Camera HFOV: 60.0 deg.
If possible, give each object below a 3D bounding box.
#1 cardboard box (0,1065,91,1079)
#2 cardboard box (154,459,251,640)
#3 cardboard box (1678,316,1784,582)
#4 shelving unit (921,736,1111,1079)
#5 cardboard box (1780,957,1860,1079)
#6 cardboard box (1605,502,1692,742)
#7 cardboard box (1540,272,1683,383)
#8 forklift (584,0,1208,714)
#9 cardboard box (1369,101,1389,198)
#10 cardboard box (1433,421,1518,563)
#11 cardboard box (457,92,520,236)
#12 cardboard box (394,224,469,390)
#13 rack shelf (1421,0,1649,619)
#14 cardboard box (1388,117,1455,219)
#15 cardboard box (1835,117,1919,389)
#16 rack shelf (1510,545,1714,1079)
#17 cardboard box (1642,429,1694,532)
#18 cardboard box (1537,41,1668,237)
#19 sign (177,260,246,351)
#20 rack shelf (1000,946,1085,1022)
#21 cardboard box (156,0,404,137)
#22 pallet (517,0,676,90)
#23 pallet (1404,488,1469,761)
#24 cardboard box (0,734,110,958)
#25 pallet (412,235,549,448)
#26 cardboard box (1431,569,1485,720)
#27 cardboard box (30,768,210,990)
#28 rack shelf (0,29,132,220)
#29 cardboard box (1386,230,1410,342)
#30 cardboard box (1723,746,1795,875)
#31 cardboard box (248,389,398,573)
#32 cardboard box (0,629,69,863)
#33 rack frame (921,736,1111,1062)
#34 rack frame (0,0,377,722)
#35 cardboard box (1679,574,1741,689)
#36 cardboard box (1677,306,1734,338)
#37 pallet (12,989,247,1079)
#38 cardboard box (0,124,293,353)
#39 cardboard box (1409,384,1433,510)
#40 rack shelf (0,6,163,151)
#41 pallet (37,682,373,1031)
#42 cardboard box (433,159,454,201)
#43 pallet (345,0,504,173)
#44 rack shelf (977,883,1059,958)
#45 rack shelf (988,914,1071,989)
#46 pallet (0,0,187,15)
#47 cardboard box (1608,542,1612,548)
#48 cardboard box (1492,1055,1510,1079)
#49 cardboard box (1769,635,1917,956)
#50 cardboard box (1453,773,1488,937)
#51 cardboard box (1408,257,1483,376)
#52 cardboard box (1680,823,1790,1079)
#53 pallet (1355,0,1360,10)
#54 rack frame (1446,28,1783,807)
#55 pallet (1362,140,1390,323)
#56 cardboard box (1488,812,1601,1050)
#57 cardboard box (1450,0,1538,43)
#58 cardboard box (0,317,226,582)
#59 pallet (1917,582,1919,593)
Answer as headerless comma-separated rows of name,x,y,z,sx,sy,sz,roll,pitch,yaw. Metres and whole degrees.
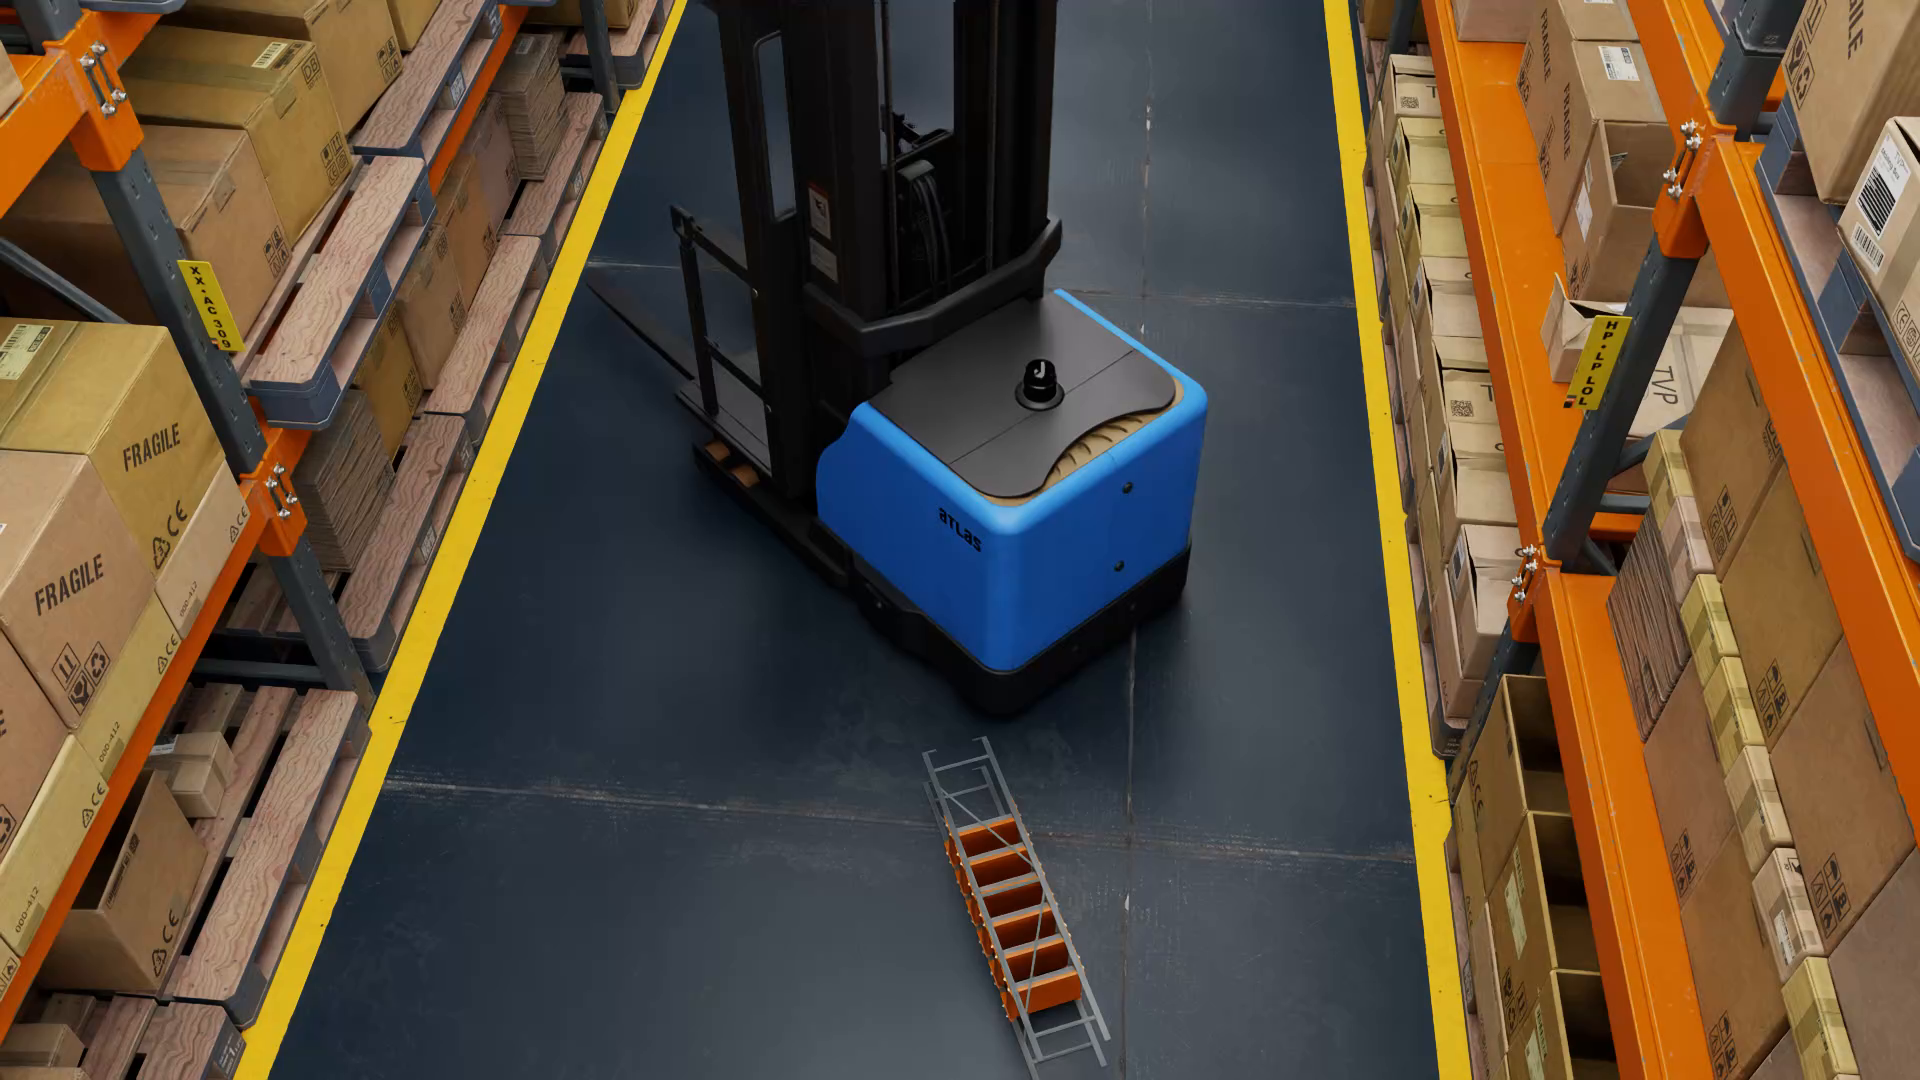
cardboard box,-2.732,1.770,4.520,0.700,0.500,0.500,1,48,1
cardboard box,-2.430,0.005,4.827,0.500,0.250,0.500,4,48,4
cardboard box,2.211,-0.222,3.999,0.700,0.500,0.500,4,48,4
shelving unit,0.165,1.204,5.543,0.258,0.189,1.200,-14,49,-12
cardboard box,1.890,0.993,3.327,0.380,0.149,0.250,4,48,3
cardboard box,2.211,0.216,4.478,0.700,0.500,0.500,3,48,3
cardboard box,2.142,-0.690,5.465,0.396,0.266,0.258,3,48,3
forklift,-0.464,-1.363,6.036,1.130,2.935,3.031,-33,56,-26
cardboard box,2.269,-1.865,8.028,0.500,0.250,0.500,4,48,3
cardboard box,2.038,-0.180,6.106,0.500,0.311,0.500,5,48,5
cardboard box,-2.500,-1.748,7.738,0.700,0.500,0.500,4,48,3
cardboard box,-2.554,-1.010,7.062,0.700,0.500,0.500,4,48,4
rack shelf,2.427,-1.304,6.423,1.077,0.370,4.000,4,48,4
cardboard box,2.230,-1.668,7.467,0.500,0.311,0.500,3,48,3
cardboard box,1.887,-0.499,2.848,0.500,0.311,0.500,2,48,1
rack shelf,2.063,1.635,3.735,1.077,0.370,4.000,4,48,4
cardboard box,2.028,-0.145,4.369,0.380,0.149,0.250,4,48,3
cardboard box,2.425,-1.429,5.983,0.500,0.500,0.500,4,48,4
sign,-2.147,-0.669,4.768,0.100,0.325,0.005,4,48,4
rack shelf,0.263,1.426,5.341,0.258,0.180,0.103,-14,49,-12
cardboard box,-2.521,-1.857,6.076,0.700,0.500,0.500,10,48,9
pallet,-2.177,-2.980,9.358,1.003,0.211,1.213,4,48,4
pallet,2.273,0.320,6.340,1.003,0.211,1.213,4,48,4
cardboard box,-2.514,0.741,4.153,0.500,0.250,0.500,4,48,3
pallet,-2.510,-0.937,7.490,1.003,0.211,1.213,4,48,4
cardboard box,1.994,0.385,5.970,0.500,0.250,0.500,3,48,3
cardboard box,-2.743,1.053,5.176,0.500,0.500,0.500,1,48,1
rack shelf,-2.871,0.293,2.930,1.077,0.370,4.000,4,48,4
cardboard box,2.183,-1.113,7.340,0.500,0.250,0.500,3,48,2
cardboard box,1.936,0.606,3.682,0.380,0.149,0.250,2,48,2
cardboard box,-2.638,-0.254,6.372,0.700,0.500,0.500,5,48,5
cardboard box,-2.520,0.488,3.877,0.500,0.500,0.500,3,48,2
rack frame,0.165,1.142,5.476,0.240,0.006,1.200,-14,49,-12
rack frame,-2.688,-0.407,5.116,1.000,3.000,0.127,4,48,4
cardboard box,1.983,0.229,4.026,0.380,0.149,0.250,3,48,3
cardboard box,2.529,-0.630,5.489,0.380,0.149,0.250,4,48,4
pallet,-2.823,1.929,4.869,1.003,0.211,1.213,4,48,4
cardboard box,-2.608,-0.961,5.256,0.700,0.500,0.500,4,48,4
cardboard box,2.088,-0.362,6.653,0.500,0.250,0.500,5,48,4
rack shelf,-2.506,-2.647,5.619,1.077,0.370,4.000,4,48,4
pallet,-2.714,1.030,5.691,1.003,0.211,1.213,4,48,4
cardboard box,-2.494,-1.579,7.075,0.500,0.250,0.500,4,48,3
pallet,-2.463,-1.825,6.542,1.003,0.211,1.213,4,48,4
rack shelf,0.189,1.257,5.495,0.258,0.180,0.103,-14,49,-12
rack shelf,0.226,1.341,5.418,0.258,0.180,0.103,-14,49,-12
pallet,-2.526,-1.803,4.487,1.213,0.211,1.003,4,48,4
cardboard box,2.582,-0.134,6.065,0.500,0.311,0.500,3,48,3
cardboard box,1.799,1.764,4.709,0.500,0.250,0.500,4,48,4
cardboard box,2.120,0.517,3.323,0.700,0.500,0.500,4,48,4
cardboard box,1.901,1.030,5.380,0.500,0.250,0.500,4,48,4
cardboard box,2.135,-0.915,6.779,0.500,0.311,0.500,3,48,3
cardboard box,2.120,0.972,3.786,0.700,0.500,0.500,5,48,4
pallet,2.829,-3.515,9.848,1.003,0.211,1.213,4,48,4
rack frame,2.245,-0.077,4.814,1.000,3.000,0.127,4,48,4
pallet,2.496,-1.473,7.980,1.003,0.211,1.213,4,48,4
cardboard box,1.853,1.144,4.768,0.500,0.500,0.500,4,48,4
cardboard box,2.335,-2.342,6.946,0.500,0.311,0.500,3,48,3
cardboard box,-2.424,-0.248,4.550,0.500,0.500,0.500,4,48,3
pallet,2.079,0.463,2.347,1.003,0.211,1.213,4,48,4
